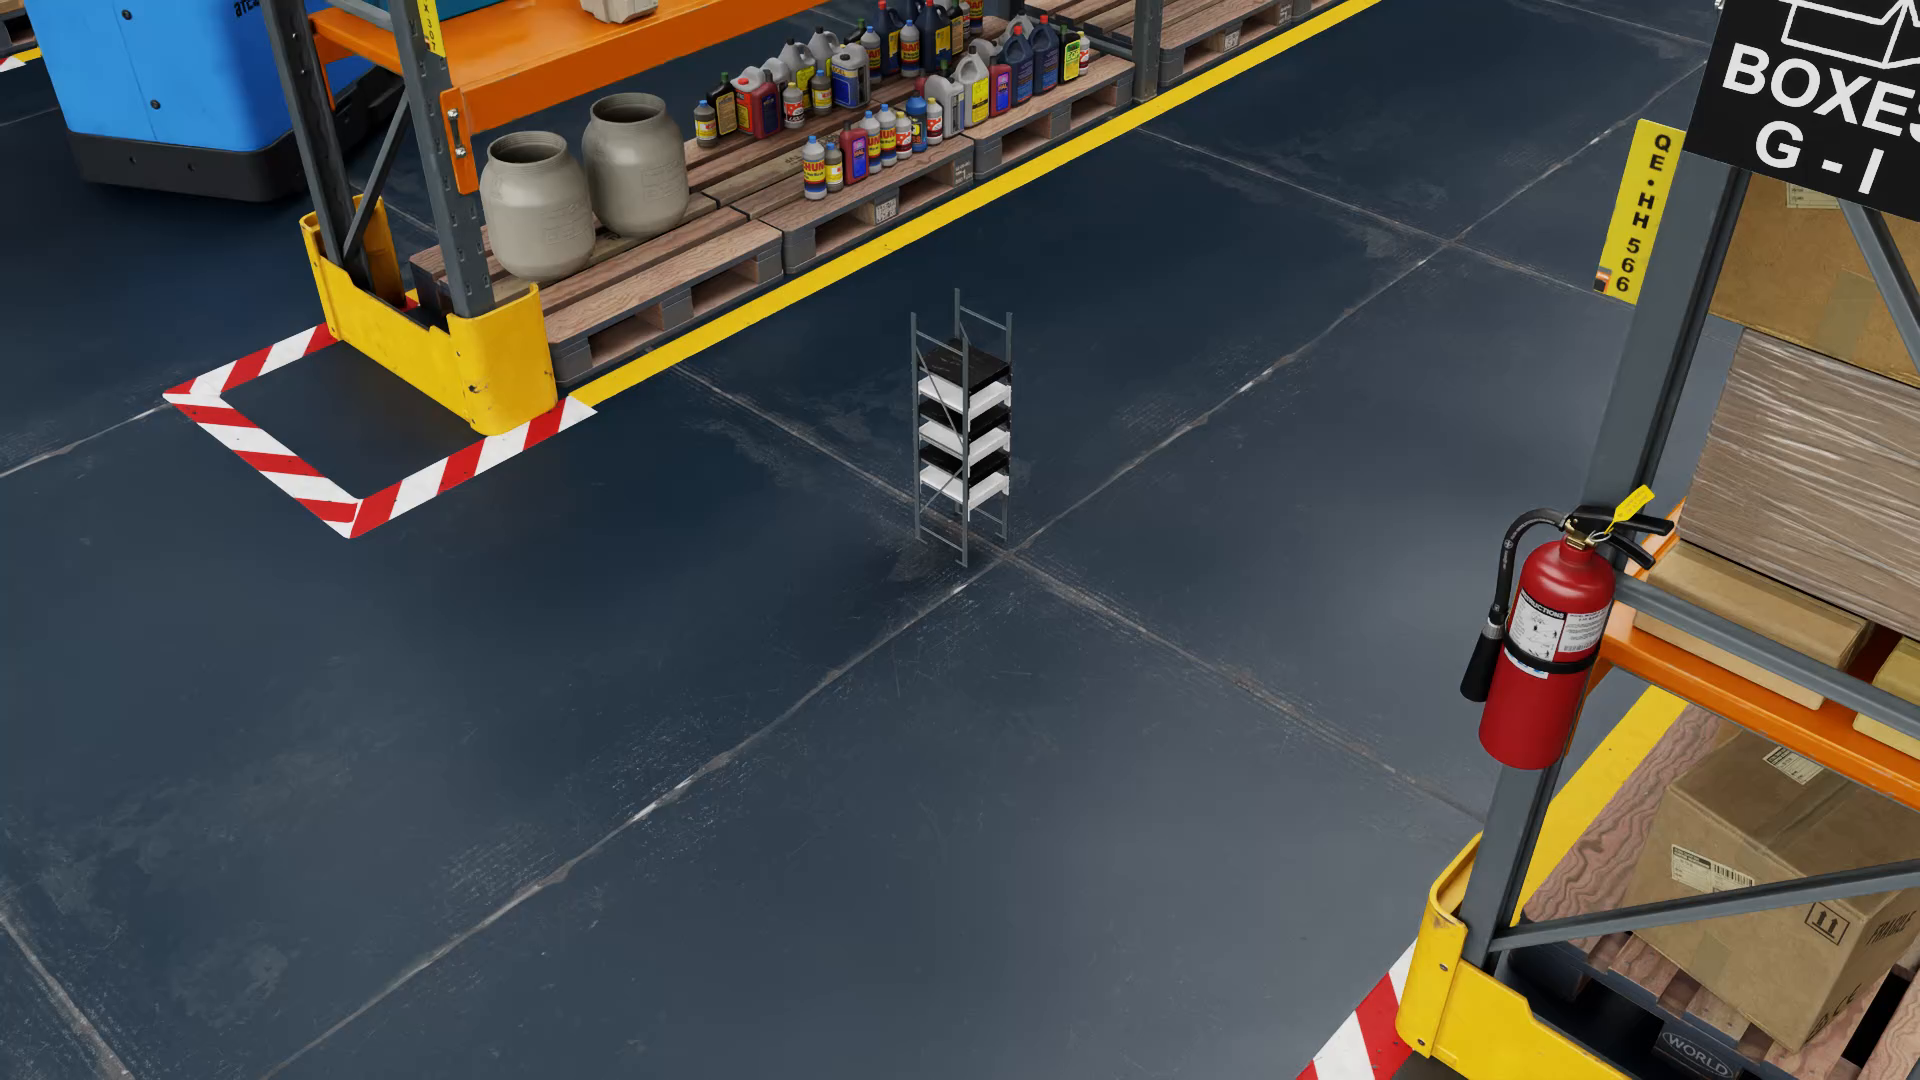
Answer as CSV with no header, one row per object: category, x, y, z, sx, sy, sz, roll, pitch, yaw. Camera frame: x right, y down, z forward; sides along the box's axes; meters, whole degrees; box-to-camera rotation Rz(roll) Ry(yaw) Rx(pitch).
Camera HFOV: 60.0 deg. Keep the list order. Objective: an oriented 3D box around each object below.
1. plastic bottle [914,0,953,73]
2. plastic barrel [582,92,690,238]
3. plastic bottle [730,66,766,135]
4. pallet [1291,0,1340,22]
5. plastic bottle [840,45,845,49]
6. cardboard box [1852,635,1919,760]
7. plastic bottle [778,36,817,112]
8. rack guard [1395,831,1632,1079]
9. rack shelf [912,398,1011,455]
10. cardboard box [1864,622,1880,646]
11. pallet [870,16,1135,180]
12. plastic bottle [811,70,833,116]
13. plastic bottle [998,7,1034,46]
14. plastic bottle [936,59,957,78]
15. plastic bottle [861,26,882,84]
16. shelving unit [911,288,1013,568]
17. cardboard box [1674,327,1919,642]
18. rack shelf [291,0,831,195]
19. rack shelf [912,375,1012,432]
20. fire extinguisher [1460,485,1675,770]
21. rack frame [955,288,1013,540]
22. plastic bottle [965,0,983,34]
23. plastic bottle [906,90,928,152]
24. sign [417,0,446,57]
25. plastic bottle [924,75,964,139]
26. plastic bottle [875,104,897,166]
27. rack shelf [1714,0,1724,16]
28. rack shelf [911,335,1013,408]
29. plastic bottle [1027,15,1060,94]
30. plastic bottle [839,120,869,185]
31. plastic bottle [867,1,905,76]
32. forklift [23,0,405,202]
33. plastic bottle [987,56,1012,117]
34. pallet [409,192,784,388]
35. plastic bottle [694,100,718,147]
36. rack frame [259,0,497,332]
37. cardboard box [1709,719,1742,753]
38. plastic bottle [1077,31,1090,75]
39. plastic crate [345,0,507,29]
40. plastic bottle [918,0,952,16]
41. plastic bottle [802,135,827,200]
plastic bottle,-0.133,-2.533,8.301,0.144,0.351,0.185,30,47,32
plastic barrel,-1.361,-1.573,6.979,0.421,0.512,0.421,0,38,0
plastic bottle,-0.981,-2.056,7.760,0.152,0.276,0.135,30,47,32
pallet,1.936,-3.504,9.987,1.003,0.211,1.213,30,47,32
plastic bottle,-0.575,-2.328,8.163,0.097,0.201,0.097,0,38,0
cardboard box,1.937,0.330,3.127,0.380,0.149,0.250,30,47,32
plastic bottle,-0.779,-2.226,7.915,0.144,0.351,0.185,32,48,33
rack guard,1.620,1.206,3.832,1.175,0.500,0.348,30,47,32
rack shelf,0.005,-0.400,5.439,0.258,0.077,0.200,30,47,32
cardboard box,1.778,0.028,3.506,0.380,0.149,0.250,30,47,32
pallet,0.128,-2.273,8.438,1.003,0.211,1.213,30,47,32
plastic bottle,-0.660,-2.137,7.923,0.097,0.201,0.097,0,38,0
plastic bottle,0.283,-2.434,8.176,0.144,0.351,0.185,30,47,32
plastic bottle,-0.050,-2.142,7.862,0.061,0.283,0.133,30,47,32
plastic bottle,-0.438,-2.393,8.188,0.097,0.271,0.097,0,38,0
shelving unit,0.005,-0.356,5.475,0.258,0.900,0.210,30,47,32
cardboard box,1.960,-0.134,3.190,0.875,0.500,0.500,30,47,32
rack shelf,-0.738,-2.455,7.005,1.077,0.370,4.000,30,47,32
rack shelf,0.005,-0.471,5.383,0.258,0.077,0.200,30,47,32
fire extinguisher,1.152,0.152,3.211,0.296,0.674,0.183,30,47,32
rack frame,0.074,-0.403,5.533,0.240,0.900,0.006,30,47,32
plastic bottle,0.073,-2.797,8.696,0.097,0.271,0.097,0,38,0
plastic bottle,-0.198,-1.920,7.594,0.097,0.271,0.097,0,38,0
sign,-1.684,-1.693,5.246,0.100,0.325,0.005,30,47,32
plastic bottle,-0.070,-2.035,7.734,0.152,0.276,0.135,31,48,33
plastic bottle,-0.335,-1.827,7.476,0.097,0.271,0.097,0,38,0
rack shelf,2.918,-1.549,3.456,1.077,0.370,4.000,30,47,32
rack shelf,0.005,-0.541,5.327,0.258,0.077,0.200,30,47,32
plastic bottle,0.390,-2.374,8.100,0.144,0.351,0.185,28,46,31
plastic bottle,-0.468,-1.725,7.338,0.061,0.283,0.133,30,48,33
plastic bottle,-0.367,-2.507,8.268,0.144,0.351,0.185,28,46,30
forklift,-3.266,-3.608,7.932,1.130,2.935,3.031,9,39,11
plastic bottle,0.181,-2.167,7.894,0.133,0.283,0.061,-31,48,-33
pallet,-1.518,-1.152,7.029,1.003,0.211,1.213,30,47,32
plastic bottle,-1.172,-1.922,7.652,0.097,0.201,0.097,0,38,0
rack frame,-2.087,-1.817,5.625,1.000,3.000,0.127,30,47,32
cardboard box,2.381,0.507,4.373,0.500,0.500,0.500,-22,43,-25
plastic bottle,0.597,-2.434,8.296,0.097,0.201,0.097,0,38,0
plastic crate,-1.970,-2.115,6.119,0.499,0.251,0.616,30,47,32
plastic bottle,-0.125,-2.639,8.493,0.152,0.276,0.135,31,48,33
plastic bottle,-0.634,-1.624,7.221,0.097,0.271,0.097,0,38,0
